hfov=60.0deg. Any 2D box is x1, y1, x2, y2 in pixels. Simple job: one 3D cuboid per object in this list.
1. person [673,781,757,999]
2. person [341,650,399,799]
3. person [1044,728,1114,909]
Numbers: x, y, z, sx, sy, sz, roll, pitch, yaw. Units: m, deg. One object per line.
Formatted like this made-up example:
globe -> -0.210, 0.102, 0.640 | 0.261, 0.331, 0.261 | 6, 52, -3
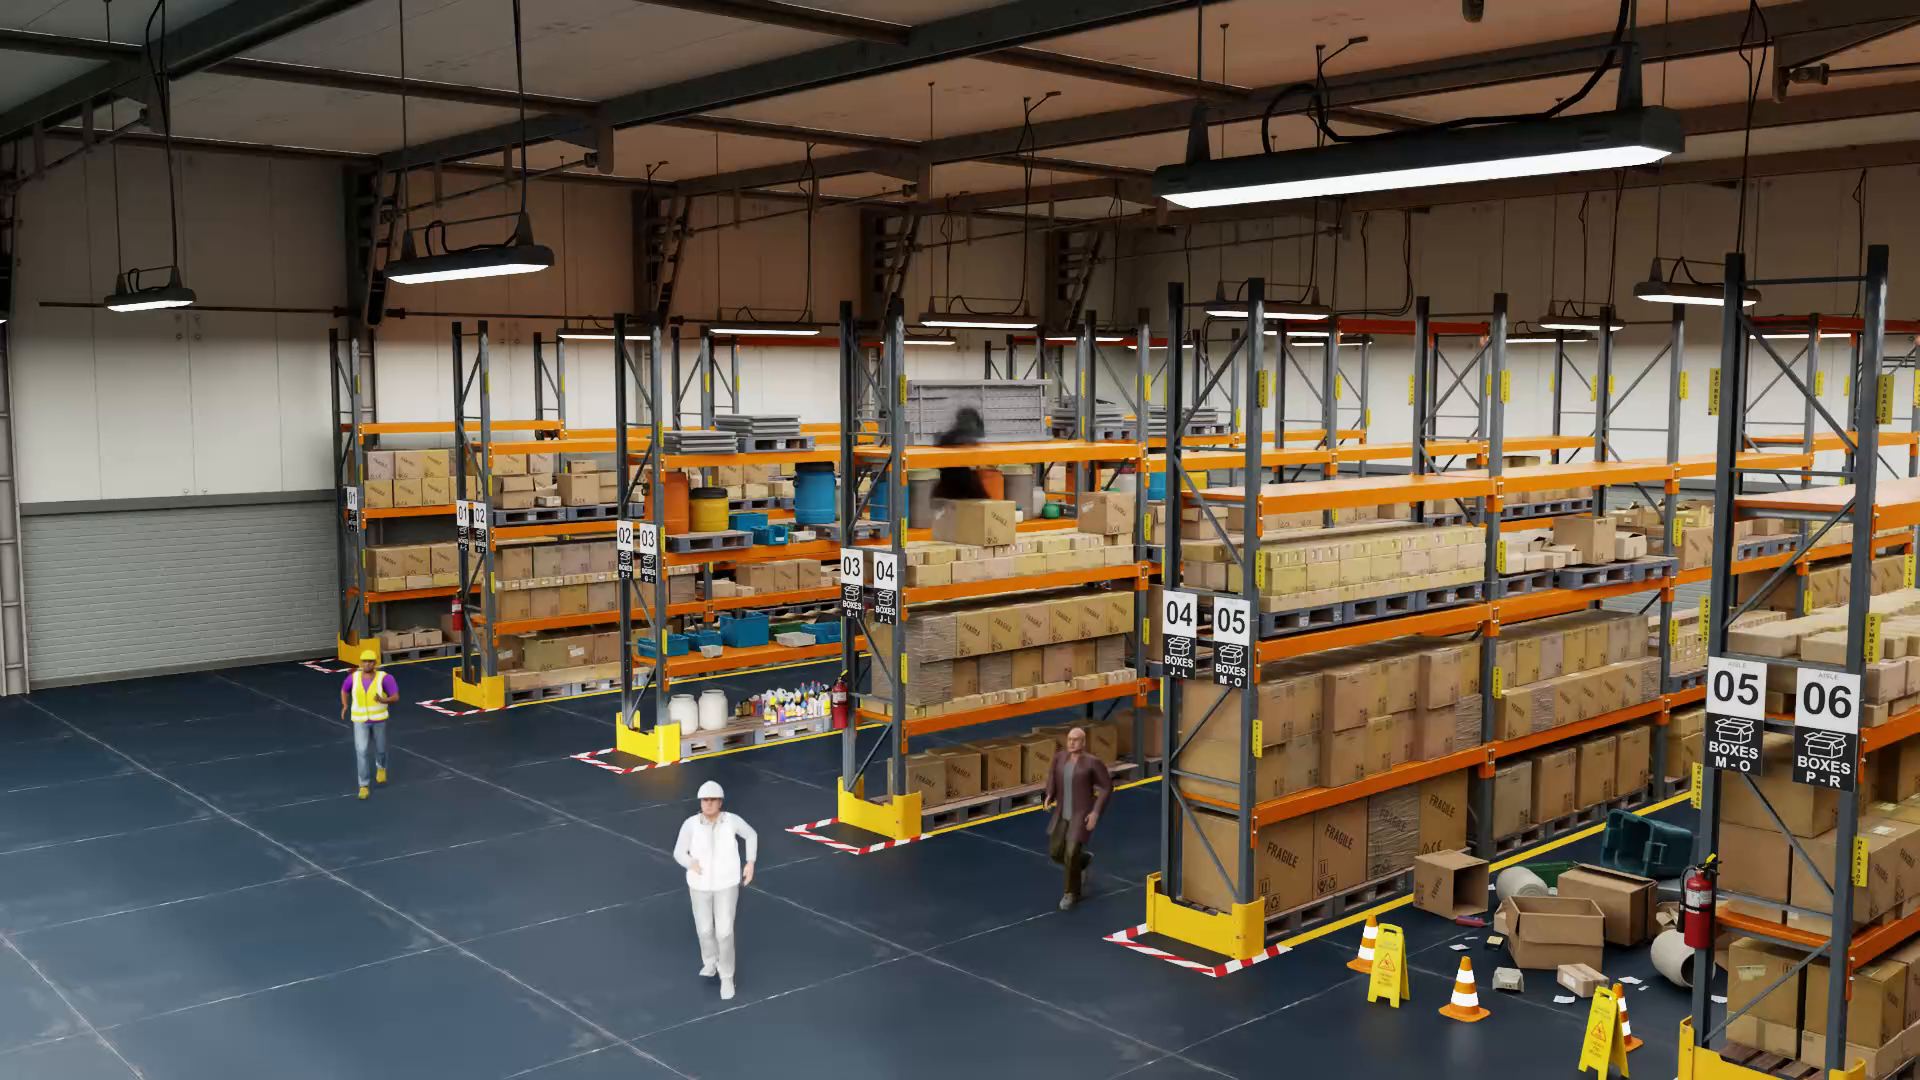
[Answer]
person -> -2.056, 2.929, 13.946 | 0.675, 1.850, 0.748 | 0, 6, -1
person -> -7.286, 2.227, 20.546 | 0.700, 1.754, 0.984 | -2, 6, -15
person -> 1.143, 2.702, 16.334 | 0.747, 1.750, 0.621 | 5, 7, 39
